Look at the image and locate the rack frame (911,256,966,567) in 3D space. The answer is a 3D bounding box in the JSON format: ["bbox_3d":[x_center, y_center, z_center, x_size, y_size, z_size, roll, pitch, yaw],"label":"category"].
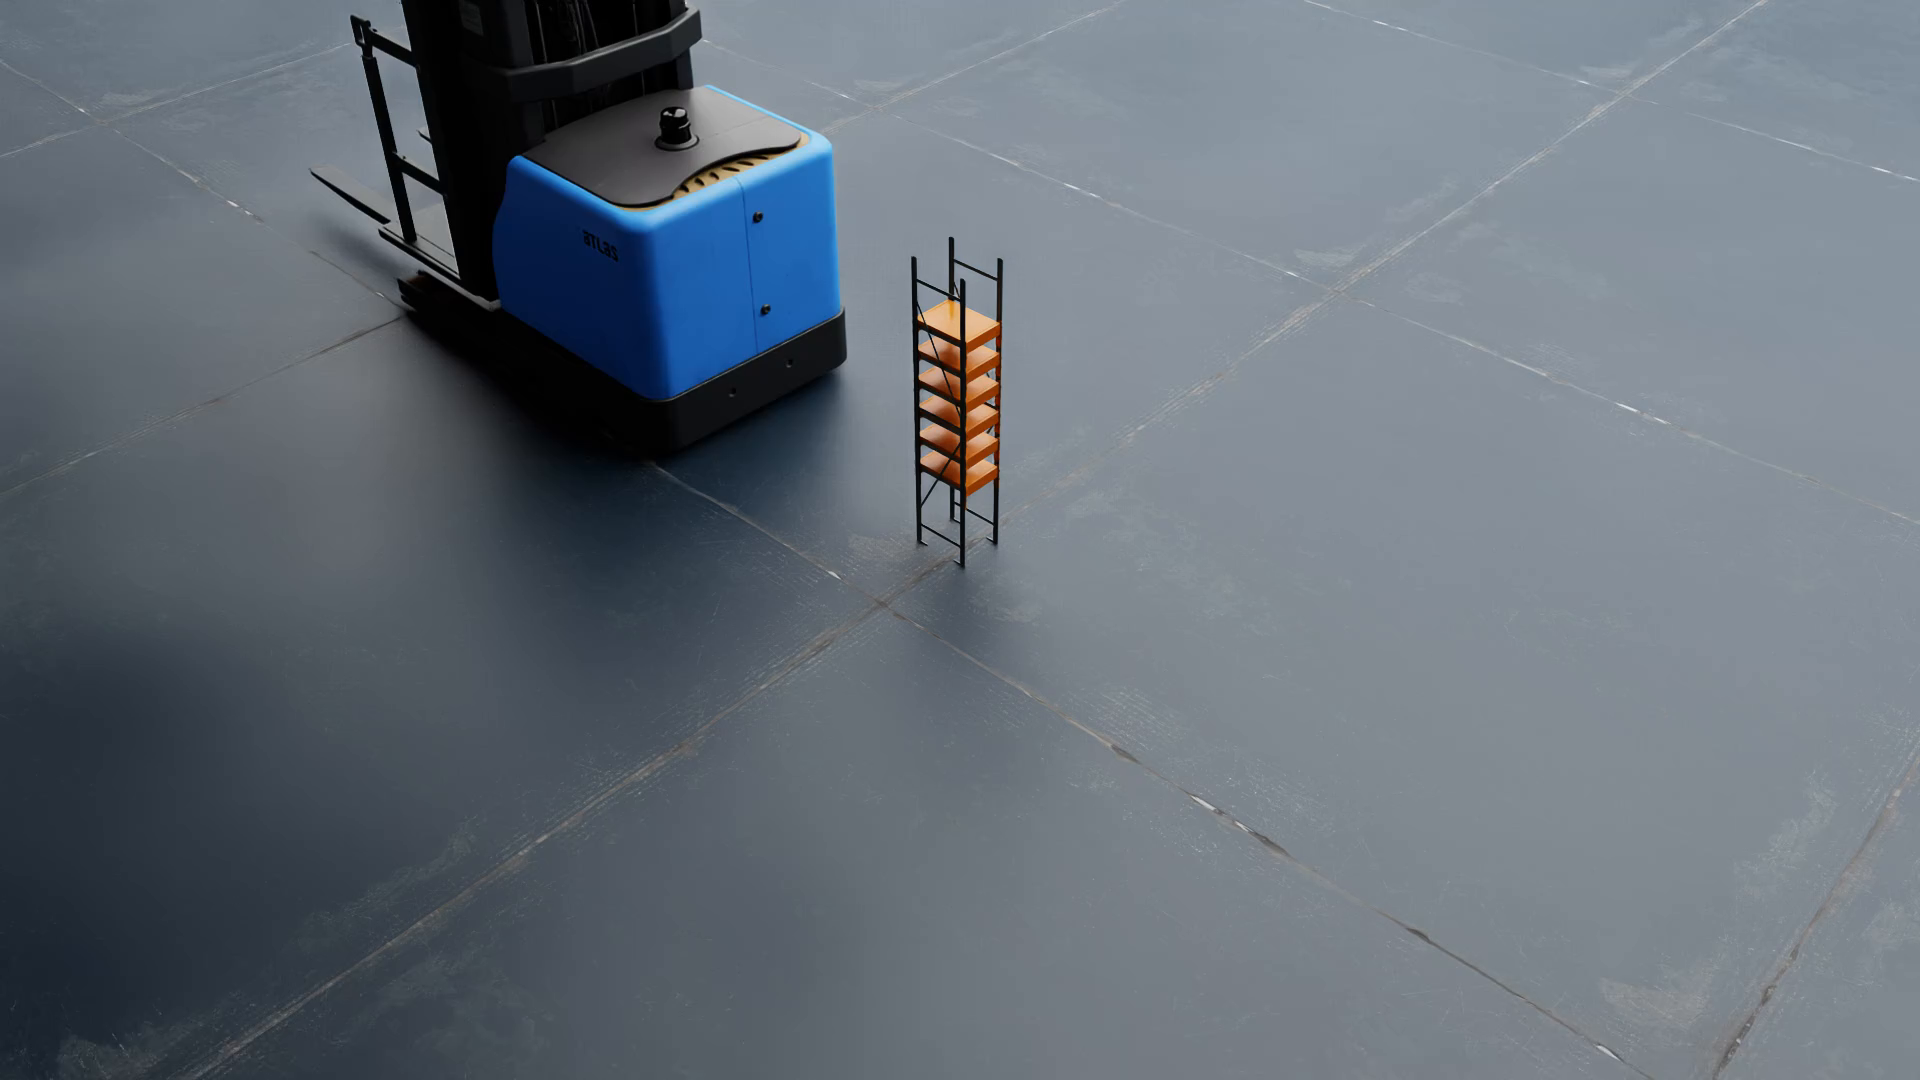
[{"bbox_3d":[-0.071,-0.421,5.815,0.240,1.200,0.006,30,47,32],"label":"rack frame"}]

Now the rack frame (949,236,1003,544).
[{"bbox_3d":[0.052,-0.505,5.921,0.240,1.200,0.006,30,47,32],"label":"rack frame"}]

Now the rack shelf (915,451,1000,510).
[{"bbox_3d":[-0.010,-0.240,6.045,0.258,0.103,0.180,30,47,32],"label":"rack shelf"}]

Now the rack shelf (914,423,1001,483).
[{"bbox_3d":[-0.010,-0.334,5.971,0.258,0.103,0.180,30,47,32],"label":"rack shelf"}]

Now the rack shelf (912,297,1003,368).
[{"bbox_3d":[-0.010,-0.710,5.672,0.258,0.103,0.180,30,47,32],"label":"rack shelf"}]

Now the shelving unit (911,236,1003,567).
[{"bbox_3d":[-0.010,-0.463,5.868,0.258,1.200,0.189,30,47,32],"label":"shelving unit"}]

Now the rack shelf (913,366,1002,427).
[{"bbox_3d":[-0.010,-0.522,5.821,0.258,0.103,0.180,30,47,32],"label":"rack shelf"}]

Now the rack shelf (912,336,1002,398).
[{"bbox_3d":[-0.010,-0.616,5.746,0.258,0.103,0.180,30,47,32],"label":"rack shelf"}]

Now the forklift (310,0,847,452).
[{"bbox_3d":[-1.891,-2.300,6.788,3.031,2.935,1.130,31,48,33],"label":"forklift"}]

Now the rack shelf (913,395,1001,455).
[{"bbox_3d":[-0.010,-0.428,5.896,0.258,0.103,0.180,30,47,32],"label":"rack shelf"}]
